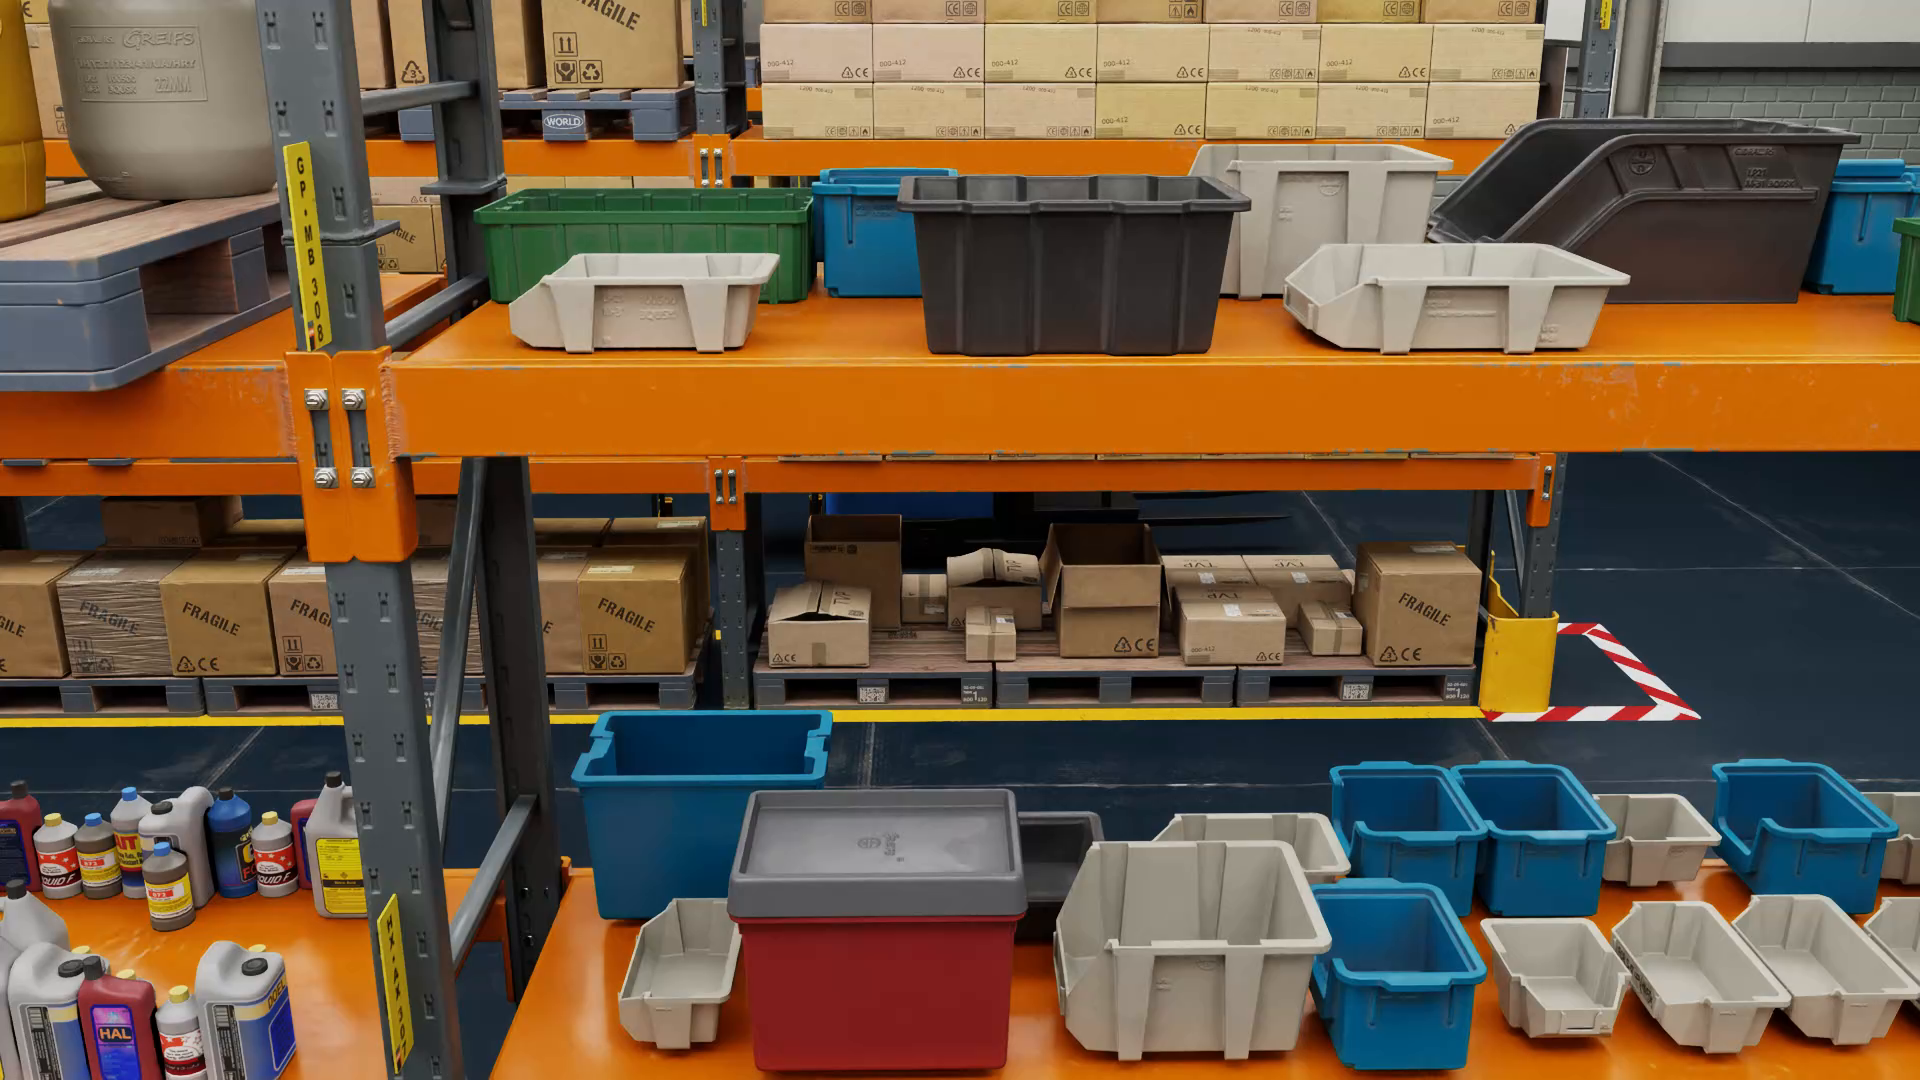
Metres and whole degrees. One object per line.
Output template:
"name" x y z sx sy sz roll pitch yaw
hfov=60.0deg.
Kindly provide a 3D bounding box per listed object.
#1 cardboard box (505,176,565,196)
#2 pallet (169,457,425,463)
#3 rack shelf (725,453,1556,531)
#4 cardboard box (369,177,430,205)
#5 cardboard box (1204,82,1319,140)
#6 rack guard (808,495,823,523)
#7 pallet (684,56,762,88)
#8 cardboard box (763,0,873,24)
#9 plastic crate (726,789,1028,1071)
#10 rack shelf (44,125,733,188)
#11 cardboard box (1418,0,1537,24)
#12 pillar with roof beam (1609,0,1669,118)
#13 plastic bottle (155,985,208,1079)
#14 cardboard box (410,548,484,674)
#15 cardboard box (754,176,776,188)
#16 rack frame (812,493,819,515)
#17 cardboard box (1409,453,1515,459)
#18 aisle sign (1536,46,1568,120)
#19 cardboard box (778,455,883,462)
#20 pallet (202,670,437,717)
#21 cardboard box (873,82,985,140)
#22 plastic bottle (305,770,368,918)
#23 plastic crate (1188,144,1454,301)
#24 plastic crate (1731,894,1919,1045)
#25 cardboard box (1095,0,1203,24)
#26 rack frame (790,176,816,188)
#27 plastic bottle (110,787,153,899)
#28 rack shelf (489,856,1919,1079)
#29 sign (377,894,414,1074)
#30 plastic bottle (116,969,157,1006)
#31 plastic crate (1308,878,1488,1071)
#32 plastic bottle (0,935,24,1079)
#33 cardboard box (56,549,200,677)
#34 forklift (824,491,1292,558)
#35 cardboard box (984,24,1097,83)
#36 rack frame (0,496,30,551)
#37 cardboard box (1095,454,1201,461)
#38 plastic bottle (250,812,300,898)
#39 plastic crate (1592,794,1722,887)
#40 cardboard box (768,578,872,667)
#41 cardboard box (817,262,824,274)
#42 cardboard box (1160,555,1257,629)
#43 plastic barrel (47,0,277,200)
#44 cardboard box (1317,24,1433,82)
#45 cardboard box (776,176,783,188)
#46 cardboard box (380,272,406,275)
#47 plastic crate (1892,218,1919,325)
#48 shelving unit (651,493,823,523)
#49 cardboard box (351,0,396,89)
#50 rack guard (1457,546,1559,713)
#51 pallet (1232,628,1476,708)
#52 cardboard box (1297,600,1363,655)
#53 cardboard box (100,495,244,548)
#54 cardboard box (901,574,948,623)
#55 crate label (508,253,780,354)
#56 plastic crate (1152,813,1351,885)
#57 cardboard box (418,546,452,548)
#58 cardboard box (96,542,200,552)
"cardboard box" -3.209 -2.705 12.657 0.500 0.250 0.500 -1 18 -2
"pallet" -3.188 -0.621 8.387 1.213 0.211 1.003 0 18 -1
"rack shelf" 0.866 -0.388 8.524 4.000 0.370 1.077 0 18 -1
"cardboard box" -4.219 -2.697 12.632 0.500 0.250 0.500 -1 18 -2
"cardboard box" 1.357 -2.009 7.733 0.500 0.250 0.500 0 18 -1
"rack guard" -0.949 -0.095 10.936 0.087 0.250 0.587 -1 18 -4
"pallet" -2.131 -3.551 12.611 1.217 0.209 0.805 -1 18 -3
"cardboard box" -0.648 -2.687 7.801 0.500 0.500 0.700 0 18 -1
"plastic crate" -0.162 0.805 3.424 0.583 0.464 0.402 0 18 -1
"rack shelf" -3.133 -1.797 8.006 4.000 0.370 1.077 0 18 -1
"cardboard box" 2.353 -2.685 7.795 0.500 0.500 0.700 0 18 -1
"pillar with roof beam" 5.538 -4.072 9.009 0.400 9.000 9.100 0 18 -1
"plastic bottle" -1.563 0.996 3.357 0.097 0.201 0.097 0 18 0
"cardboard box" -2.618 0.352 8.412 0.500 0.500 0.500 0 18 0
"cardboard box" -1.678 -2.709 12.671 0.500 0.250 0.500 0 18 0
"rack frame" -0.947 -0.691 10.745 0.032 1.500 0.500 -1 18 -4
"cardboard box" 2.423 -0.702 8.163 0.500 0.500 0.500 0 18 1
"aisle sign" 2.930 -2.068 8.328 0.004 0.787 0.394 0 18 -1
"cardboard box" -0.619 -0.688 8.117 0.500 0.500 0.500 0 18 1
"pallet" -3.169 0.629 8.741 1.213 0.211 1.003 0 18 -1
"cardboard box" -0.143 -2.006 7.724 0.500 0.250 0.500 0 18 -1
"plastic bottle" -1.456 0.718 3.978 0.185 0.351 0.144 0 18 -1
"plastic crate" 0.720 -0.683 3.548 0.530 0.282 0.437 0 18 -1
"plastic crate" 1.838 0.926 3.584 0.243 0.136 0.396 0 18 -1
"cardboard box" 0.852 -2.699 7.840 0.500 0.500 0.700 0 18 -1
"rack frame" -1.215 -2.234 13.100 0.127 3.000 1.000 0 18 -1
"plastic bottle" -2.010 0.733 4.062 0.097 0.271 0.097 0 18 0
"rack shelf" 0.941 1.125 3.808 4.000 0.370 1.077 0 18 -1
"sign" -1.052 0.828 3.102 0.005 0.325 0.100 0 18 -1
"plastic bottle" -1.698 0.978 3.413 0.097 0.201 0.097 0 18 0
"plastic crate" 0.891 0.912 3.469 0.300 0.233 0.416 0 18 -1
"plastic bottle" -1.973 0.920 3.350 0.185 0.351 0.144 0 18 -1
"cardboard box" -4.150 0.360 8.386 0.500 0.500 0.500 -1 18 -3
"forklift" 0.628 -1.408 10.640 3.031 2.935 1.130 -1 18 -4
"cardboard box" 0.357 -2.244 7.649 0.500 0.250 0.500 0 18 -1
"rack frame" -5.133 -0.702 8.324 0.127 3.000 1.000 0 18 -1
"cardboard box" 0.901 -0.696 8.142 0.500 0.500 0.500 -1 18 -2
"plastic bottle" -1.681 0.765 4.078 0.097 0.201 0.097 0 18 0
"plastic crate" 1.688 0.750 4.133 0.298 0.136 0.250 0 18 -1
"cardboard box" -0.710 0.414 8.528 0.500 0.311 0.500 0 18 -1
"cardboard box" -0.658 -1.161 7.955 0.500 0.500 0.500 0 18 1
"cardboard box" 1.318 0.280 9.044 0.500 0.250 0.500 0 18 -1
"plastic barrel" -1.589 -0.975 3.356 0.433 0.535 0.433 0 18 0
"cardboard box" 1.857 -2.252 7.674 0.500 0.250 0.500 0 18 -1
"cardboard box" -1.679 -2.867 13.163 0.500 0.250 0.500 0 18 1
"cardboard box" -4.363 -2.009 12.779 0.250 0.149 0.380 0 18 1
"plastic crate" 1.959 -0.463 3.016 0.336 0.188 0.450 0 18 -1
"shelving unit" -1.445 -0.680 10.712 1.083 1.500 0.587 -1 18 -4
"cardboard box" -2.972 -2.457 7.871 0.600 0.600 0.600 -1 18 -3
"rack guard" 2.790 0.450 8.825 0.348 0.500 1.175 0 18 -1
"pallet" 1.993 0.592 8.856 1.213 0.211 1.003 0 18 -1
"cardboard box" 1.920 0.452 8.647 0.250 0.166 0.380 0 18 -1
"cardboard box" -4.145 -0.156 8.766 0.500 0.250 0.500 0 18 1
"cardboard box" -0.194 0.318 9.094 0.250 0.149 0.380 0 18 -1
"crate label" -0.565 -0.425 2.982 0.466 0.136 0.293 0 18 -1
"plastic crate" 0.678 0.789 4.011 0.466 0.136 0.293 0 18 -1
"cardboard box" -2.654 0.194 8.904 0.500 0.500 0.500 0 18 0
"cardboard box" -4.201 0.203 8.876 0.500 0.500 0.500 0 18 1
